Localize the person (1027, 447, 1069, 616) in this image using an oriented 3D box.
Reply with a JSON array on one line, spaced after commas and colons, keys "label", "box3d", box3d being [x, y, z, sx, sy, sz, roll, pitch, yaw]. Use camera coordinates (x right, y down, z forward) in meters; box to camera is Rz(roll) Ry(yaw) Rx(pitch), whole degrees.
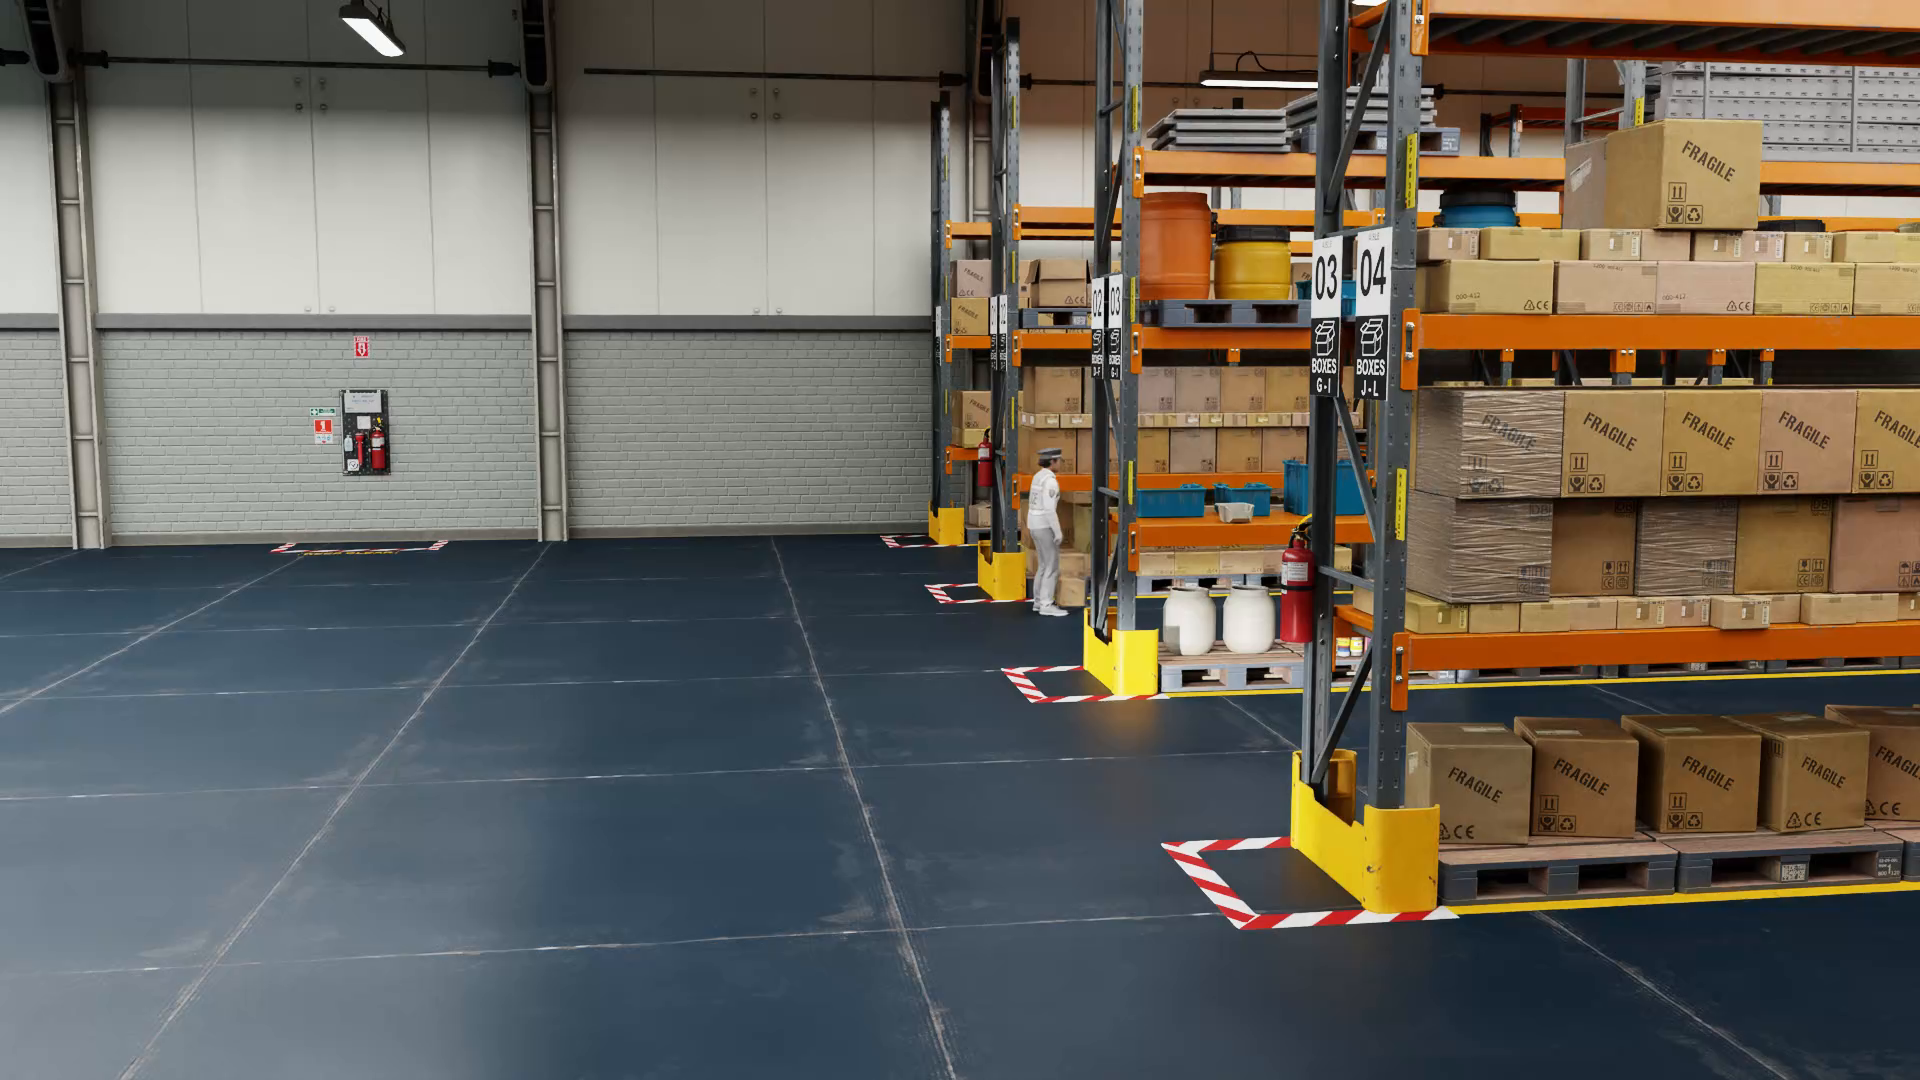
[{"label": "person", "box3d": [0.863, -0.093, 16.615, 0.360, 1.665, 0.513, -1, 7, -13]}]
